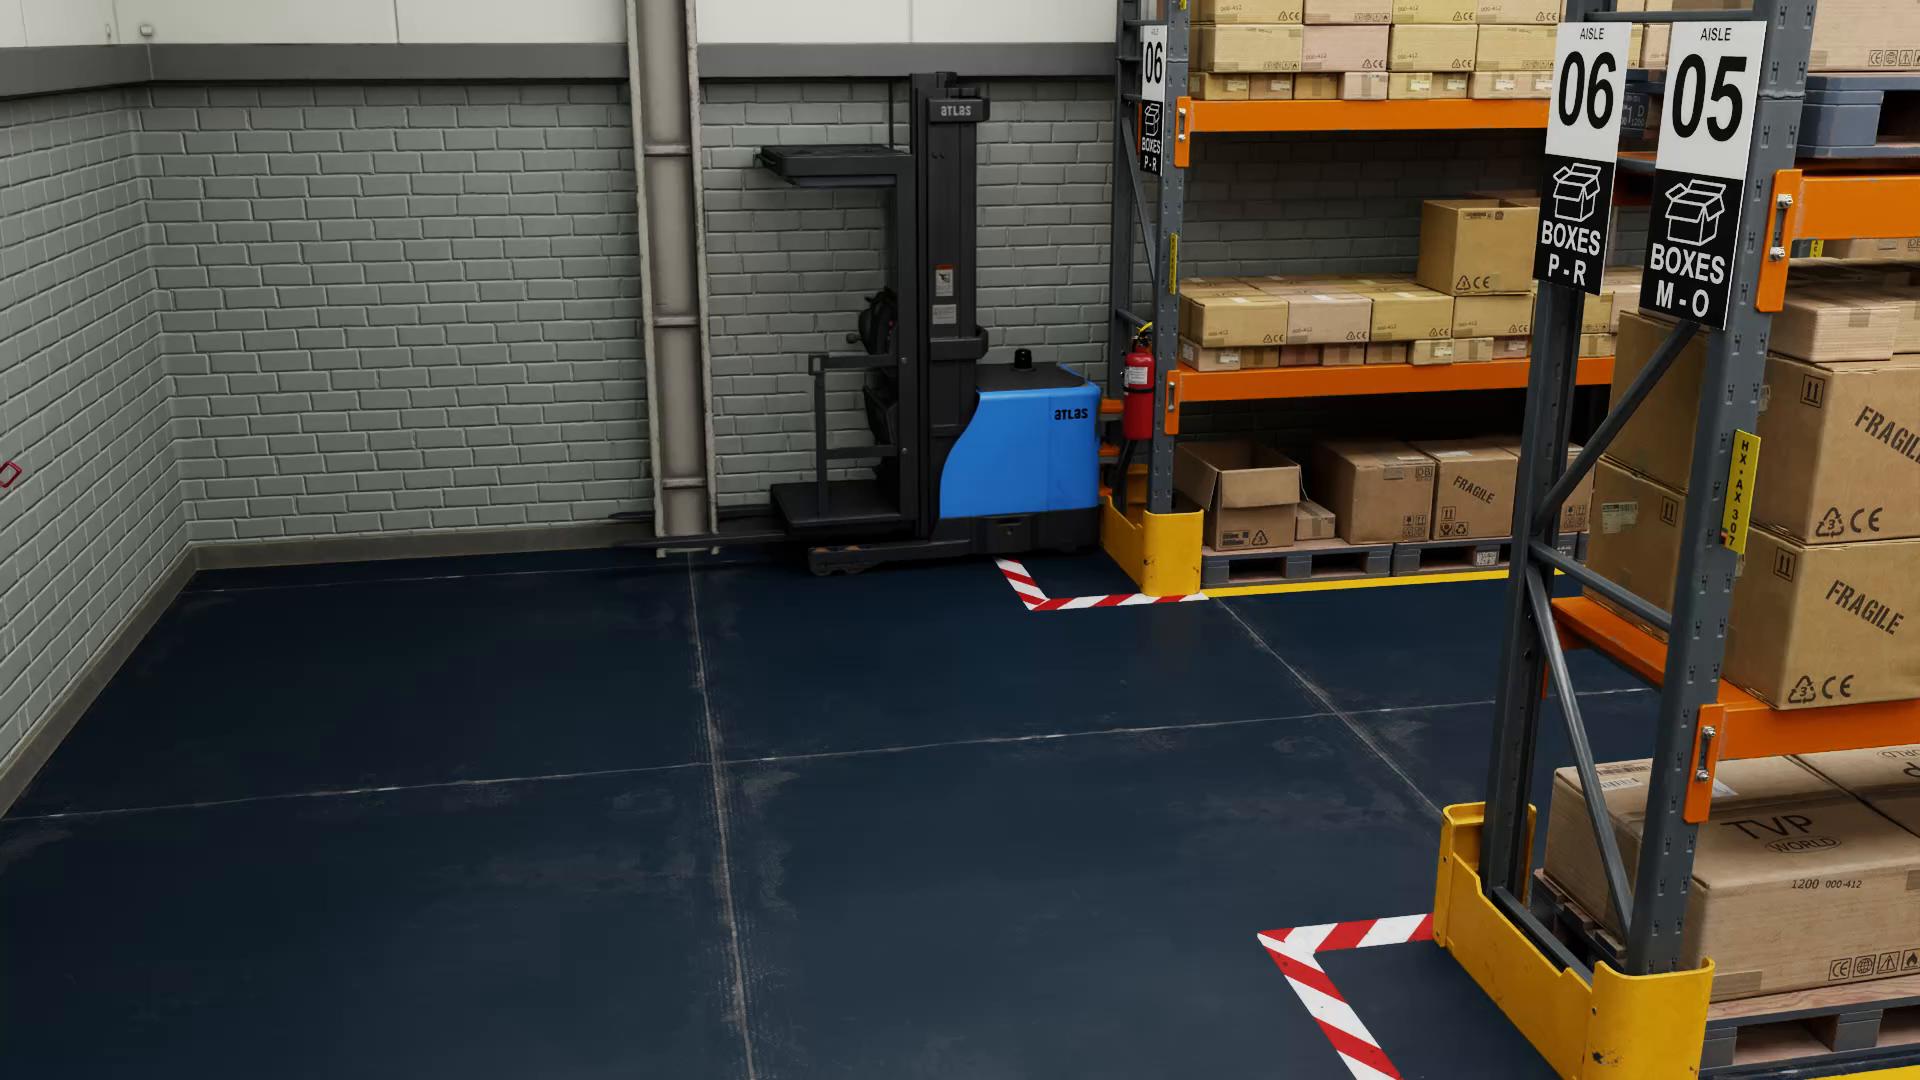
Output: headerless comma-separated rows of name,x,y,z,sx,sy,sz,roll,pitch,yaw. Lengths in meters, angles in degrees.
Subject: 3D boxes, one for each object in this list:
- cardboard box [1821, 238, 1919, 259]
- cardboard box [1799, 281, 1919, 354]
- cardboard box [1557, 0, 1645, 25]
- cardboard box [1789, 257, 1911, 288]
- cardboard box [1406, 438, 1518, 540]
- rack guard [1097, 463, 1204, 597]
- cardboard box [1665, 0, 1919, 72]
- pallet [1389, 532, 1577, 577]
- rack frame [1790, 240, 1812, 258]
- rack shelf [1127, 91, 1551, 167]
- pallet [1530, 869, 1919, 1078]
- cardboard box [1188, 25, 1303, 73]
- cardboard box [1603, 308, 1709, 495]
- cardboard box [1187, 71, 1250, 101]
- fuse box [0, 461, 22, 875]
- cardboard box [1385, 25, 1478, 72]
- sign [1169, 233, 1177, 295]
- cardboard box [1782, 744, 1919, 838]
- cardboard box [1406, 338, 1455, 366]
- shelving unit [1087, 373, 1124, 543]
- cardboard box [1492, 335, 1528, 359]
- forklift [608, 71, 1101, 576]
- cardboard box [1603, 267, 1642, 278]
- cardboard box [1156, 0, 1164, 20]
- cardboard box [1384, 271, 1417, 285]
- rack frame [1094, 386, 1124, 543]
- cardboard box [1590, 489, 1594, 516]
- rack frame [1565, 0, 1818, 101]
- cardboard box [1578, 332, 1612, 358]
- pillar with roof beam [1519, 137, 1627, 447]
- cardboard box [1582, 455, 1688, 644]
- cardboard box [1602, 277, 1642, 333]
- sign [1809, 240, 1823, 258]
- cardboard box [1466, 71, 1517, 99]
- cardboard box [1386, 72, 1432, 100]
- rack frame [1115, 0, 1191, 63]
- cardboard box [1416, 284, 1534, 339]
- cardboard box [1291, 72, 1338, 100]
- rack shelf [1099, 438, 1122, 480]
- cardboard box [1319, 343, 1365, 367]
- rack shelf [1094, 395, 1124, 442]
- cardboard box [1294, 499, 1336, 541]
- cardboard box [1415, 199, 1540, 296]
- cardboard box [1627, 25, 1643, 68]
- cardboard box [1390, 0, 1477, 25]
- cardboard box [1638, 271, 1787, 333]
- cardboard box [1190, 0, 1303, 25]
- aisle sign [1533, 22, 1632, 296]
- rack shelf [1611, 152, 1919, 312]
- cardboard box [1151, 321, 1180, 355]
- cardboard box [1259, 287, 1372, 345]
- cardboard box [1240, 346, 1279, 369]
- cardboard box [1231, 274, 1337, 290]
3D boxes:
cardboard box,5.519,-1.704,10.364,0.500,0.500,0.700,-3,17,-9
cardboard box,2.665,-0.650,4.841,0.250,0.149,0.380,-3,17,-9
cardboard box,3.556,-3.082,9.525,0.500,0.250,0.500,-3,17,-9
cardboard box,2.816,-0.812,5.370,0.250,0.149,0.380,-3,17,-11
cardboard box,3.078,-0.319,10.285,0.500,0.500,0.500,-3,17,-9
rack guard,1.149,-0.079,10.218,0.348,0.500,1.175,-3,17,-10
cardboard box,2.444,-1.501,4.850,0.500,0.250,0.500,-5,18,-16
pallet,3.127,-0.053,10.624,1.213,0.211,1.003,-3,17,-10
rack frame,5.002,-1.493,10.562,0.127,3.000,1.000,-3,17,-10
rack shelf,3.038,-2.471,9.865,4.000,0.370,1.077,-3,17,-10
pallet,2.790,1.427,5.807,1.213,0.211,1.003,-3,17,-10
cardboard box,1.562,-2.720,9.199,0.500,0.250,0.500,-3,17,-11
cardboard box,2.448,-0.460,5.328,0.500,0.500,0.500,-3,17,-9
cardboard box,1.432,-2.534,9.273,0.250,0.149,0.380,-3,17,-9
fuse box,-3.767,0.484,6.322,0.414,1.711,0.539,-3,17,-10
cardboard box,2.562,-2.779,9.391,0.500,0.250,0.500,-4,17,-12
sign,1.178,-1.527,9.201,0.005,0.325,0.100,-3,17,-10
cardboard box,3.546,1.066,5.881,0.875,0.438,0.875,-3,17,-9
cardboard box,2.724,-1.146,9.863,0.250,0.149,0.380,-4,17,-12
shelving unit,0.870,-0.510,10.496,0.215,1.050,0.252,-1,25,-17
cardboard box,3.218,-1.201,10.041,0.250,0.149,0.380,-3,17,-11
forklift,-0.684,-1.353,10.224,3.031,2.935,1.130,-4,18,-13
cardboard box,3.973,-1.583,10.607,0.500,0.250,0.500,-3,17,-11
cardboard box,1.458,-3.118,9.644,0.500,0.250,0.500,-4,17,-12
cardboard box,2.983,-1.526,10.420,0.500,0.250,0.500,-3,17,-11
rack frame,0.903,-0.460,10.390,0.200,1.050,0.008,-1,25,-17
cardboard box,4.160,-0.251,10.461,0.258,0.266,0.396,-3,17,-8
rack frame,2.020,-2.707,4.298,0.127,3.000,1.000,-3,17,-10
cardboard box,3.726,-1.211,10.072,0.250,0.149,0.380,-4,17,-11
pillar with roof beam,4.964,-3.340,6.361,0.400,9.000,9.100,-3,17,-10
cardboard box,2.443,0.010,5.500,0.500,0.500,0.500,-3,17,-10
cardboard box,4.059,-1.432,10.115,0.500,0.250,0.500,-3,17,-10
sign,5.112,-1.750,9.927,0.005,0.325,0.100,-3,17,-10
cardboard box,2.955,-2.592,9.460,0.250,0.149,0.380,-3,17,-10
cardboard box,2.459,-2.567,9.379,0.250,0.149,0.380,-3,17,-11
rack frame,1.074,-4.138,8.956,0.127,3.000,1.000,-3,17,-10
cardboard box,3.061,-1.380,9.944,0.500,0.250,0.500,-4,17,-12
cardboard box,1.939,-2.566,9.376,0.250,0.149,0.380,-3,17,-10
rack shelf,0.869,-0.501,10.500,0.215,0.259,0.240,-1,25,-17
cardboard box,2.201,-1.137,9.834,0.250,0.149,0.380,-3,17,-9
rack shelf,0.900,-0.759,10.387,0.215,0.259,0.240,-1,25,-17
cardboard box,2.117,-0.127,10.256,0.250,0.149,0.380,-4,18,-13
cardboard box,3.044,-1.730,9.807,0.500,0.500,0.500,-3,17,-9
cardboard box,3.562,-2.841,9.592,0.500,0.250,0.500,-3,17,-9
cardboard box,2.551,-3.020,9.325,0.500,0.250,0.500,-4,17,-11
cardboard box,2.334,-0.753,5.175,0.250,0.149,0.380,-3,17,-10
cardboard box,1.558,-2.965,9.146,0.500,0.250,0.500,-3,17,-11
aisle sign,1.890,-1.167,5.075,0.004,0.787,0.394,-3,17,-10
rack shelf,3.983,-1.040,5.207,4.000,0.370,1.077,-3,17,-10
cardboard box,1.349,-1.246,10.186,0.250,0.149,0.380,-3,17,-11
cardboard box,2.066,-1.316,9.736,0.500,0.250,0.500,-3,17,-10
cardboard box,1.690,-1.116,9.766,0.250,0.149,0.380,-3,17,-9
cardboard box,1.982,-1.471,10.240,0.500,0.250,0.500,-3,17,-10
